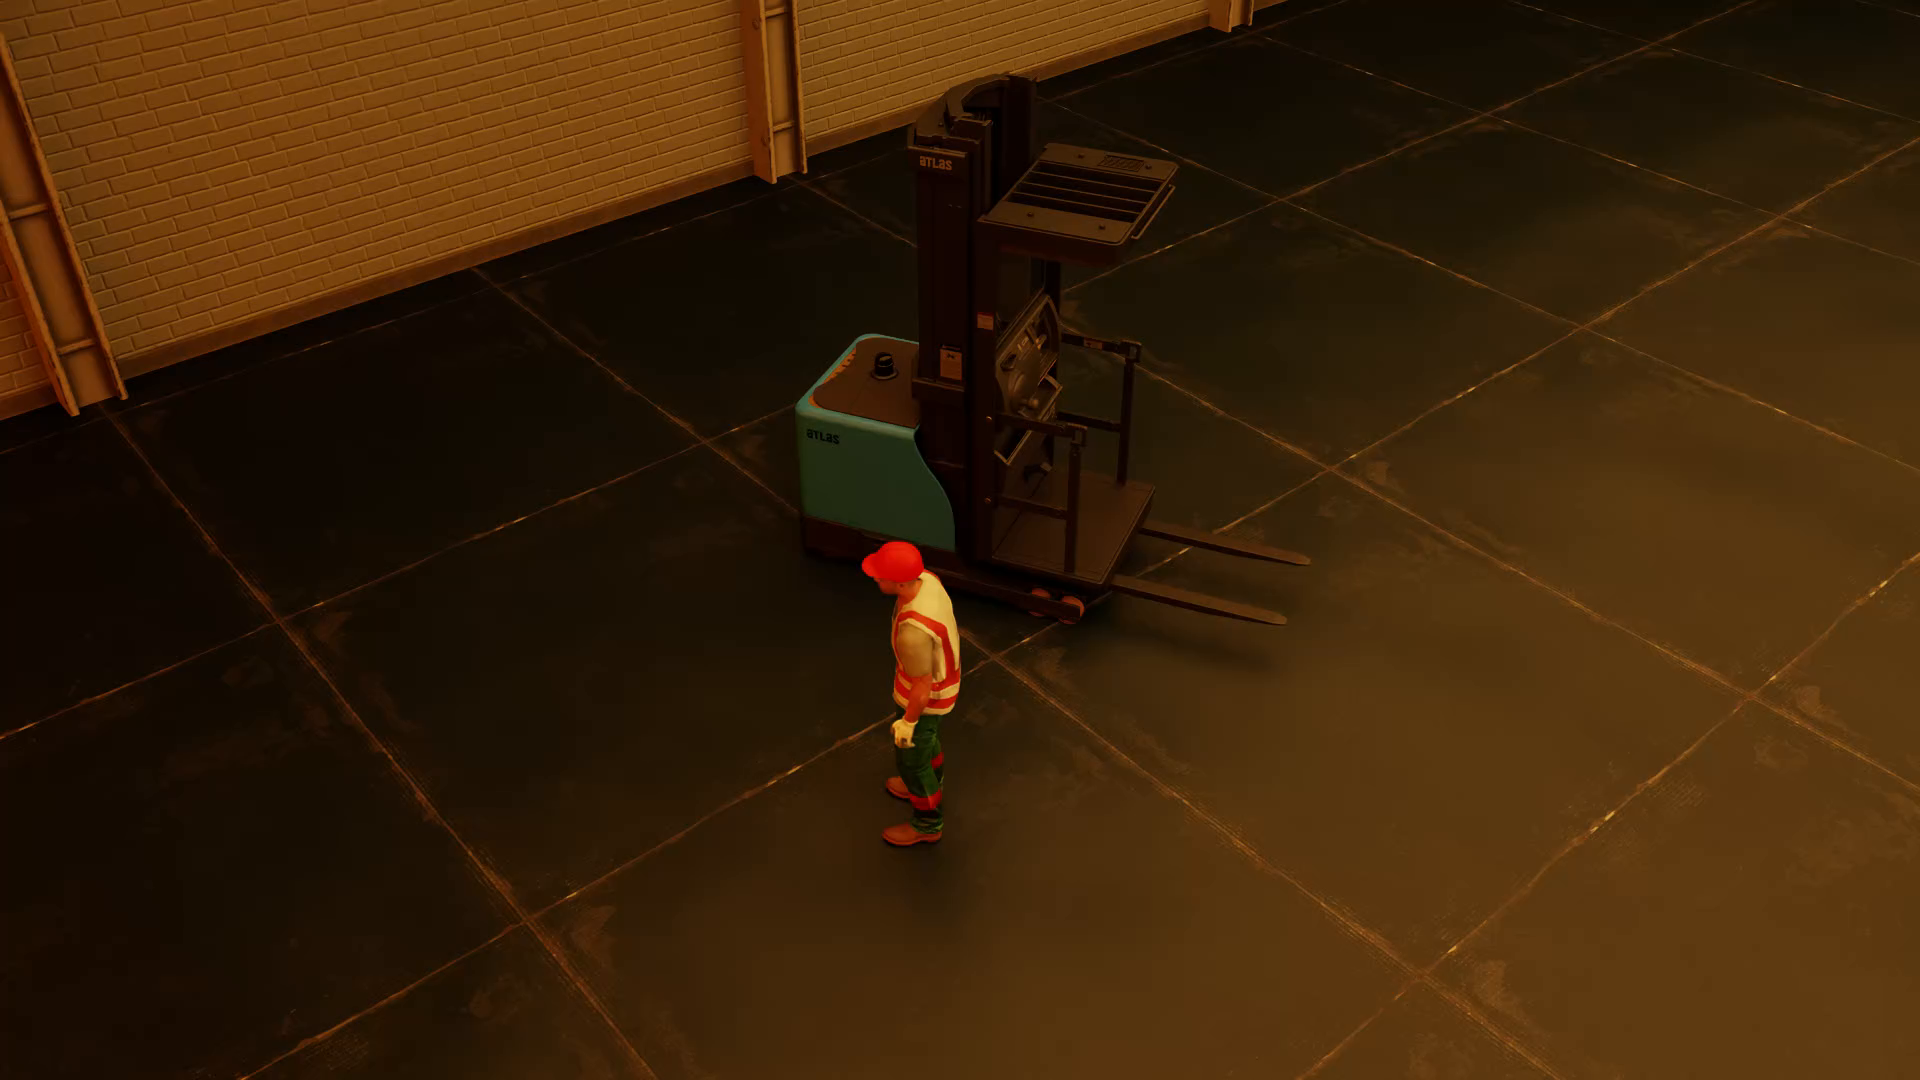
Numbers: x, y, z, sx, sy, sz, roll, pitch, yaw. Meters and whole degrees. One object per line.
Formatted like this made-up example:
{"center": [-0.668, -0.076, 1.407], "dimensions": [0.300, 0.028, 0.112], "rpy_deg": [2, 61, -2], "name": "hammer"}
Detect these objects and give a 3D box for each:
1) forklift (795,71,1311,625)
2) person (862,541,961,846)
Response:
{"center": [0.577, -1.041, 9.442], "dimensions": [3.031, 2.935, 1.130], "rpy_deg": [14, 38, 18], "name": "forklift"}
{"center": [-0.220, 0.725, 8.014], "dimensions": [0.451, 1.779, 0.607], "rpy_deg": [2, 36, 3], "name": "person"}
